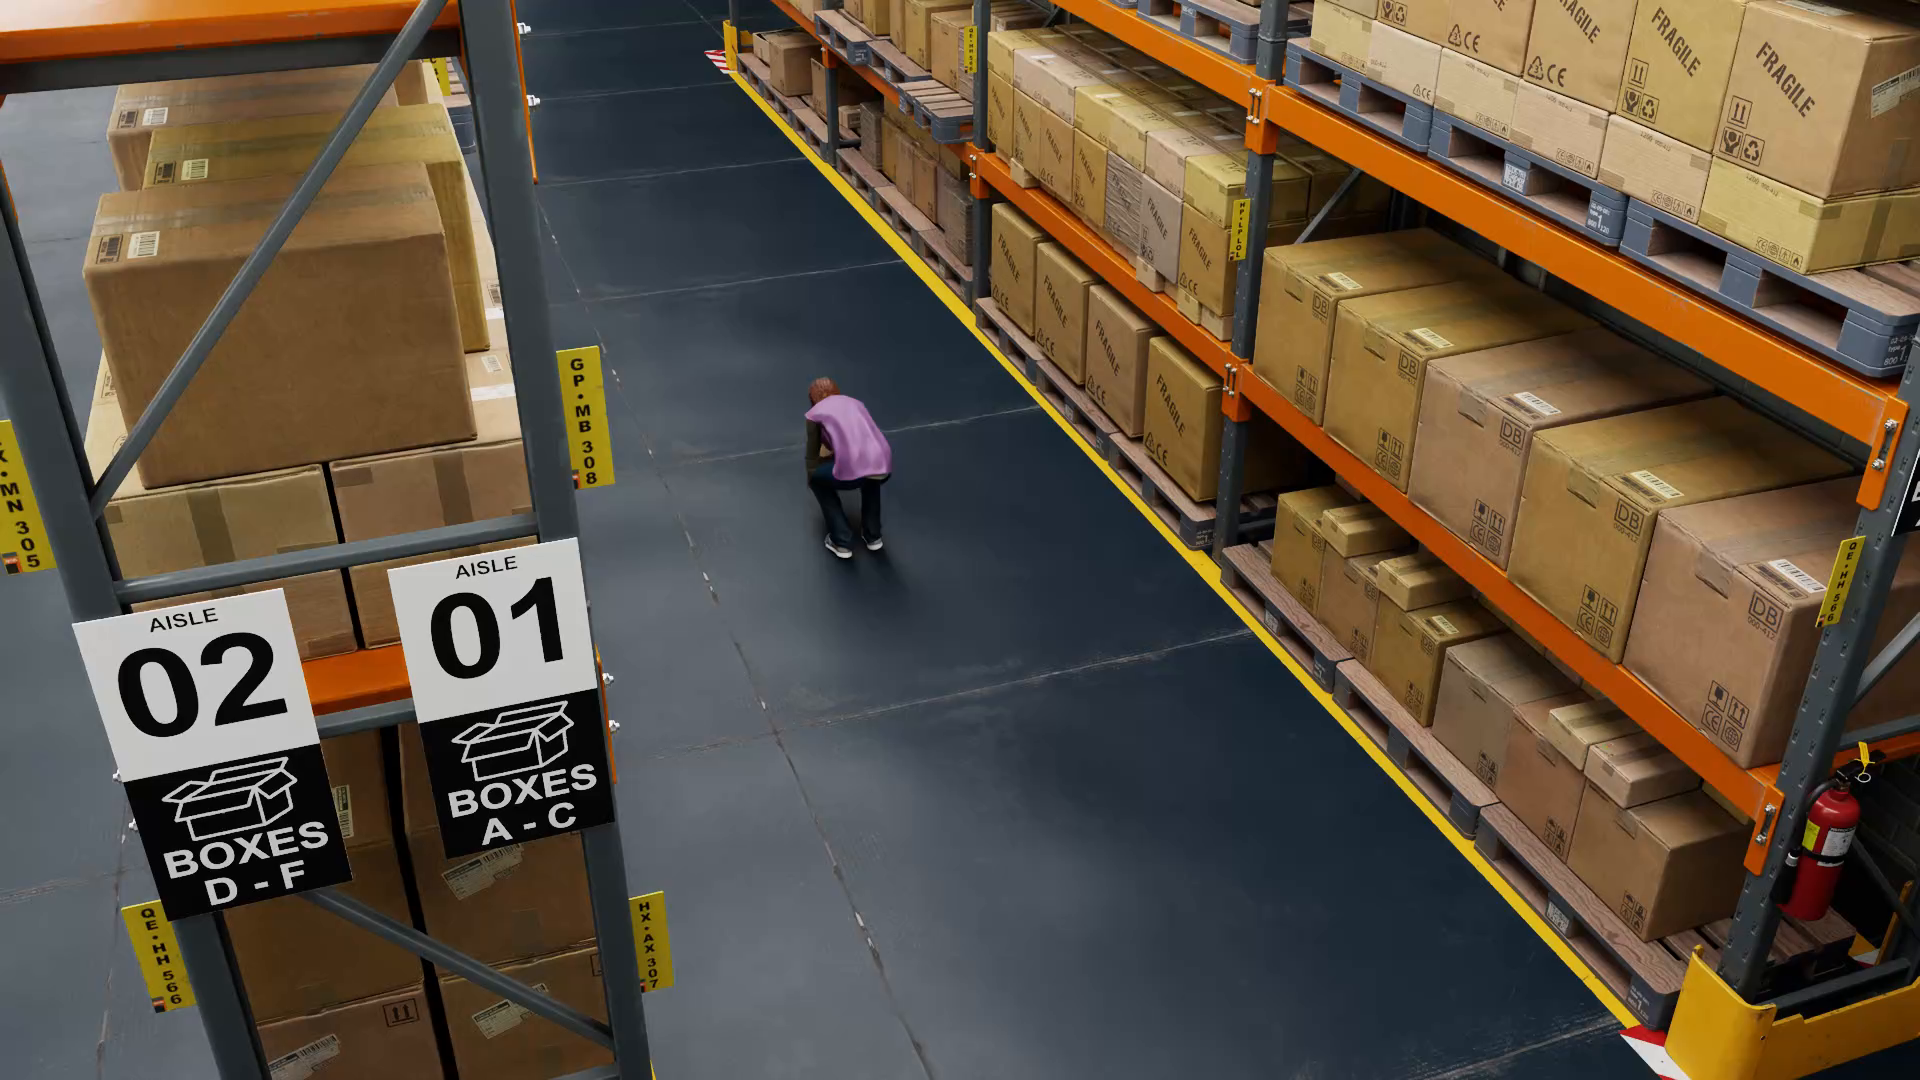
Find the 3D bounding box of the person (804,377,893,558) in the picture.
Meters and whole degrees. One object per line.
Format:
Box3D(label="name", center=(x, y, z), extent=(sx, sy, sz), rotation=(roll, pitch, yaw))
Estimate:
Box3D(label="person", center=(-0.667, -0.408, 9.732), extent=(0.428, 0.903, 0.853), rotation=(-12, 32, -19))
